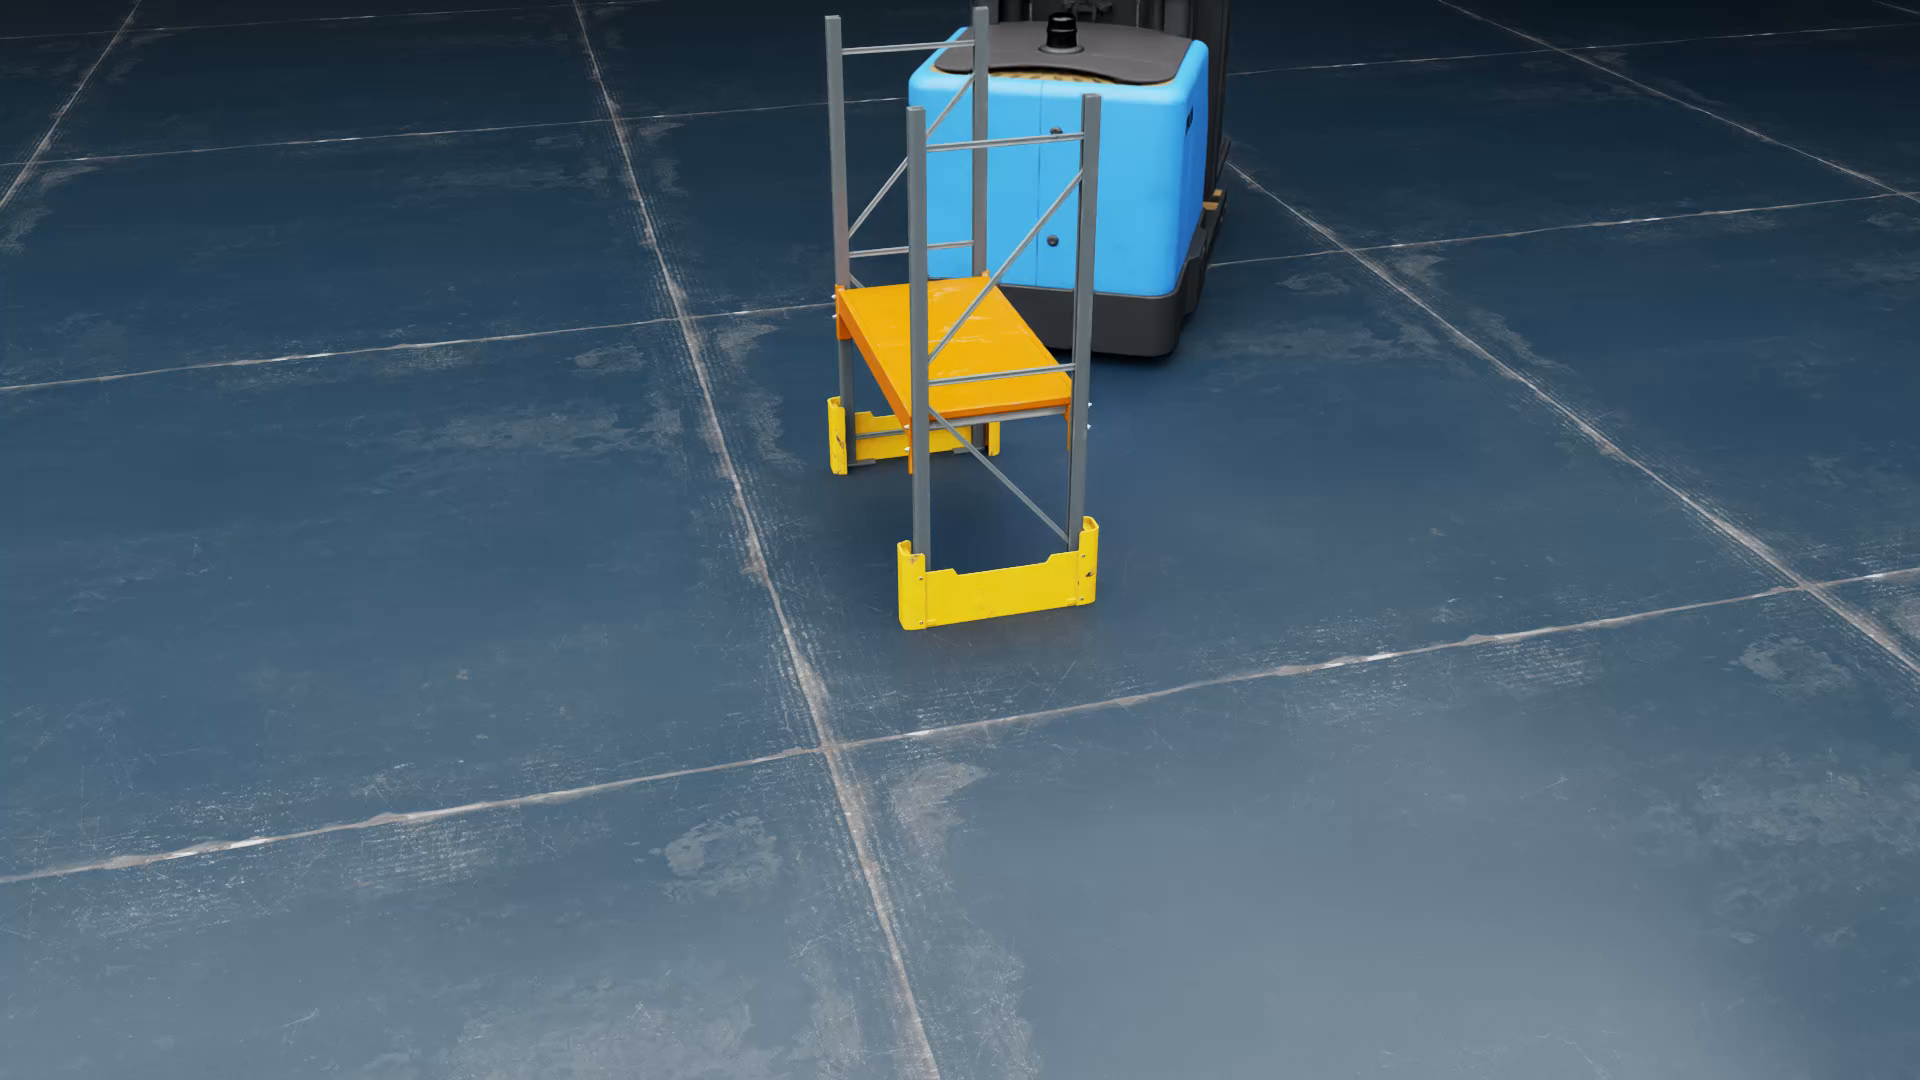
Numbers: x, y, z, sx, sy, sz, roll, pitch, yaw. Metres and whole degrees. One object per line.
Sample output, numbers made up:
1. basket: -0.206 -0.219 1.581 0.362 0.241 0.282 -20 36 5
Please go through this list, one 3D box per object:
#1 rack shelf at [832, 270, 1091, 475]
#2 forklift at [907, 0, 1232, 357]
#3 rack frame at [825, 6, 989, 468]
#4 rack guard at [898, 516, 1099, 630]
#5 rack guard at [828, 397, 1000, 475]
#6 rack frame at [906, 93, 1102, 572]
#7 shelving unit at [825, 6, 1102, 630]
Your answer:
1. rack shelf: -0.023 -0.535 5.036 0.538 0.185 1.000 -8 31 -13
2. forklift: 0.637 -2.689 6.969 1.130 2.935 3.031 7 31 12
3. rack frame: -0.158 -0.936 5.370 0.500 1.500 0.032 -8 31 -13
4. rack guard: 0.112 0.096 4.835 0.587 0.250 0.087 -8 31 -13
5. rack guard: -0.152 -0.386 5.667 0.587 0.250 0.087 -8 31 -13
6. rack frame: 0.112 -0.445 4.521 0.500 1.500 0.032 -8 31 -13
7. shelving unit: -0.020 -0.686 4.938 0.587 1.500 1.083 -8 31 -13
